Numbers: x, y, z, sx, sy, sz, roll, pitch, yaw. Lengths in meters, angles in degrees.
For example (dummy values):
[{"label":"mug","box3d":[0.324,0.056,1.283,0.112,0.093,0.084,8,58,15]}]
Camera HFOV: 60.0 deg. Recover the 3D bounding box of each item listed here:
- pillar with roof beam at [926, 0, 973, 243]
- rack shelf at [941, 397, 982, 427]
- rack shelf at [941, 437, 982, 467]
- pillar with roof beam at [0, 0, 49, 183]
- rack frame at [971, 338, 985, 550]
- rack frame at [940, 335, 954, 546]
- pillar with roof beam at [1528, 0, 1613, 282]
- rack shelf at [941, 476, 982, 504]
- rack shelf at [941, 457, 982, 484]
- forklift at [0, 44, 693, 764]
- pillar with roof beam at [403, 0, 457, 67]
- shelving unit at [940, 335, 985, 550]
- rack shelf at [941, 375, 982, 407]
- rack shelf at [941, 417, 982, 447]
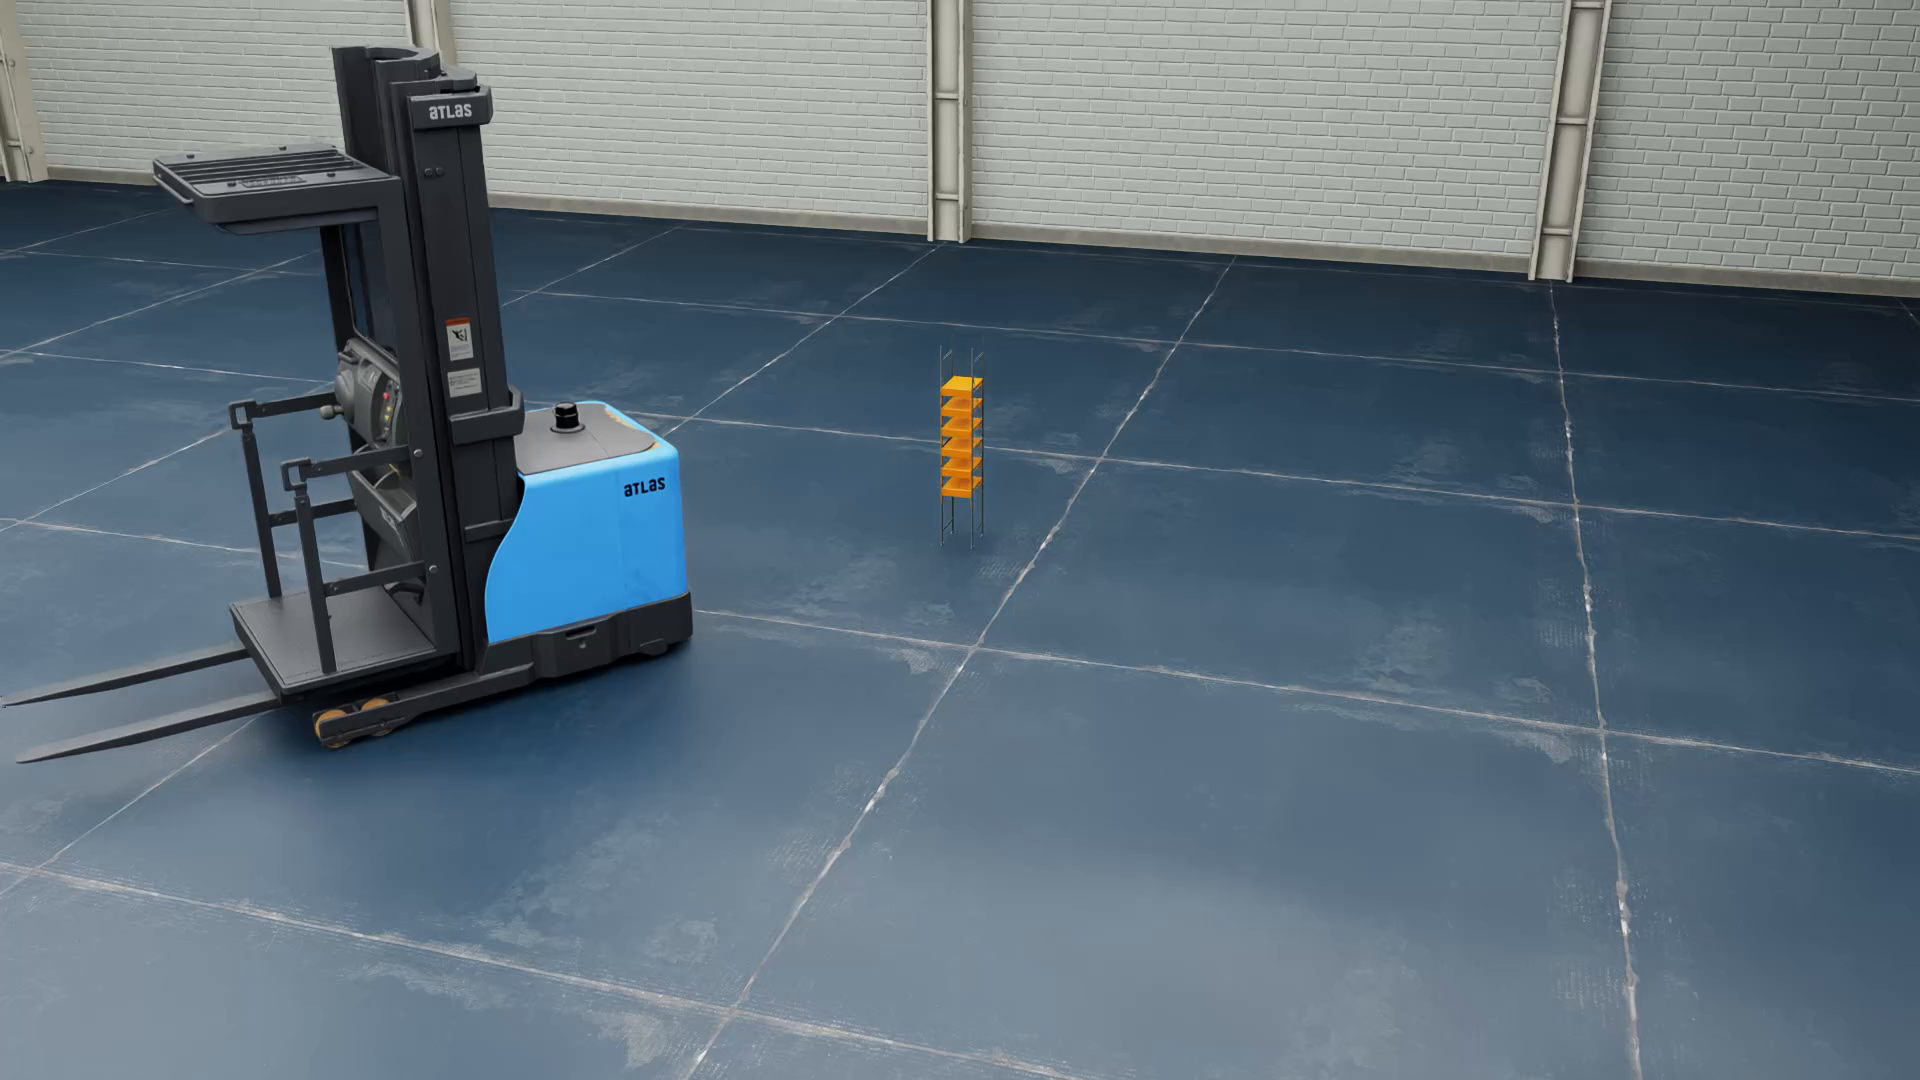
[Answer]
[{"label":"pillar with roof beam","box3d":[-1.350,-5.767,11.972,0.400,9.000,9.100,7,23,16]},{"label":"rack shelf","box3d":[0.014,-0.734,9.464,0.180,0.103,0.258,7,23,16]},{"label":"rack shelf","box3d":[0.014,-0.512,9.555,0.180,0.103,0.258,7,23,16]},{"label":"pillar with roof beam","box3d":[-12.839,-7.083,15.179,0.400,9.000,9.100,7,23,16]},{"label":"rack frame","box3d":[0.101,-0.544,9.514,0.006,1.200,0.240,7,23,16]},{"label":"rack frame","box3d":[-0.074,-0.564,9.563,0.006,1.200,0.240,7,23,16]},{"label":"pillar with roof beam","box3d":[4.394,-5.109,10.369,0.400,9.000,9.100,7,23,16]},{"label":"rack shelf","box3d":[0.014,-0.290,9.646,0.180,0.103,0.258,7,23,16]},{"label":"rack shelf","box3d":[0.014,-0.401,9.601,0.180,0.103,0.258,7,23,16]},{"label":"forklift","box3d":[-2.860,-0.649,7.489,3.031,2.935,1.130,-14,26,-31]},{"label":"pillar with roof beam","box3d":[-7.095,-6.425,13.576,0.400,9.000,9.100,7,23,16]},{"label":"shelving unit","box3d":[0.014,-0.554,9.538,0.189,1.200,0.258,7,23,16]},{"label":"rack shelf","box3d":[0.014,-0.845,9.419,0.180,0.103,0.258,7,23,16]},{"label":"rack shelf","box3d":[0.014,-0.623,9.510,0.180,0.103,0.258,7,23,16]}]
